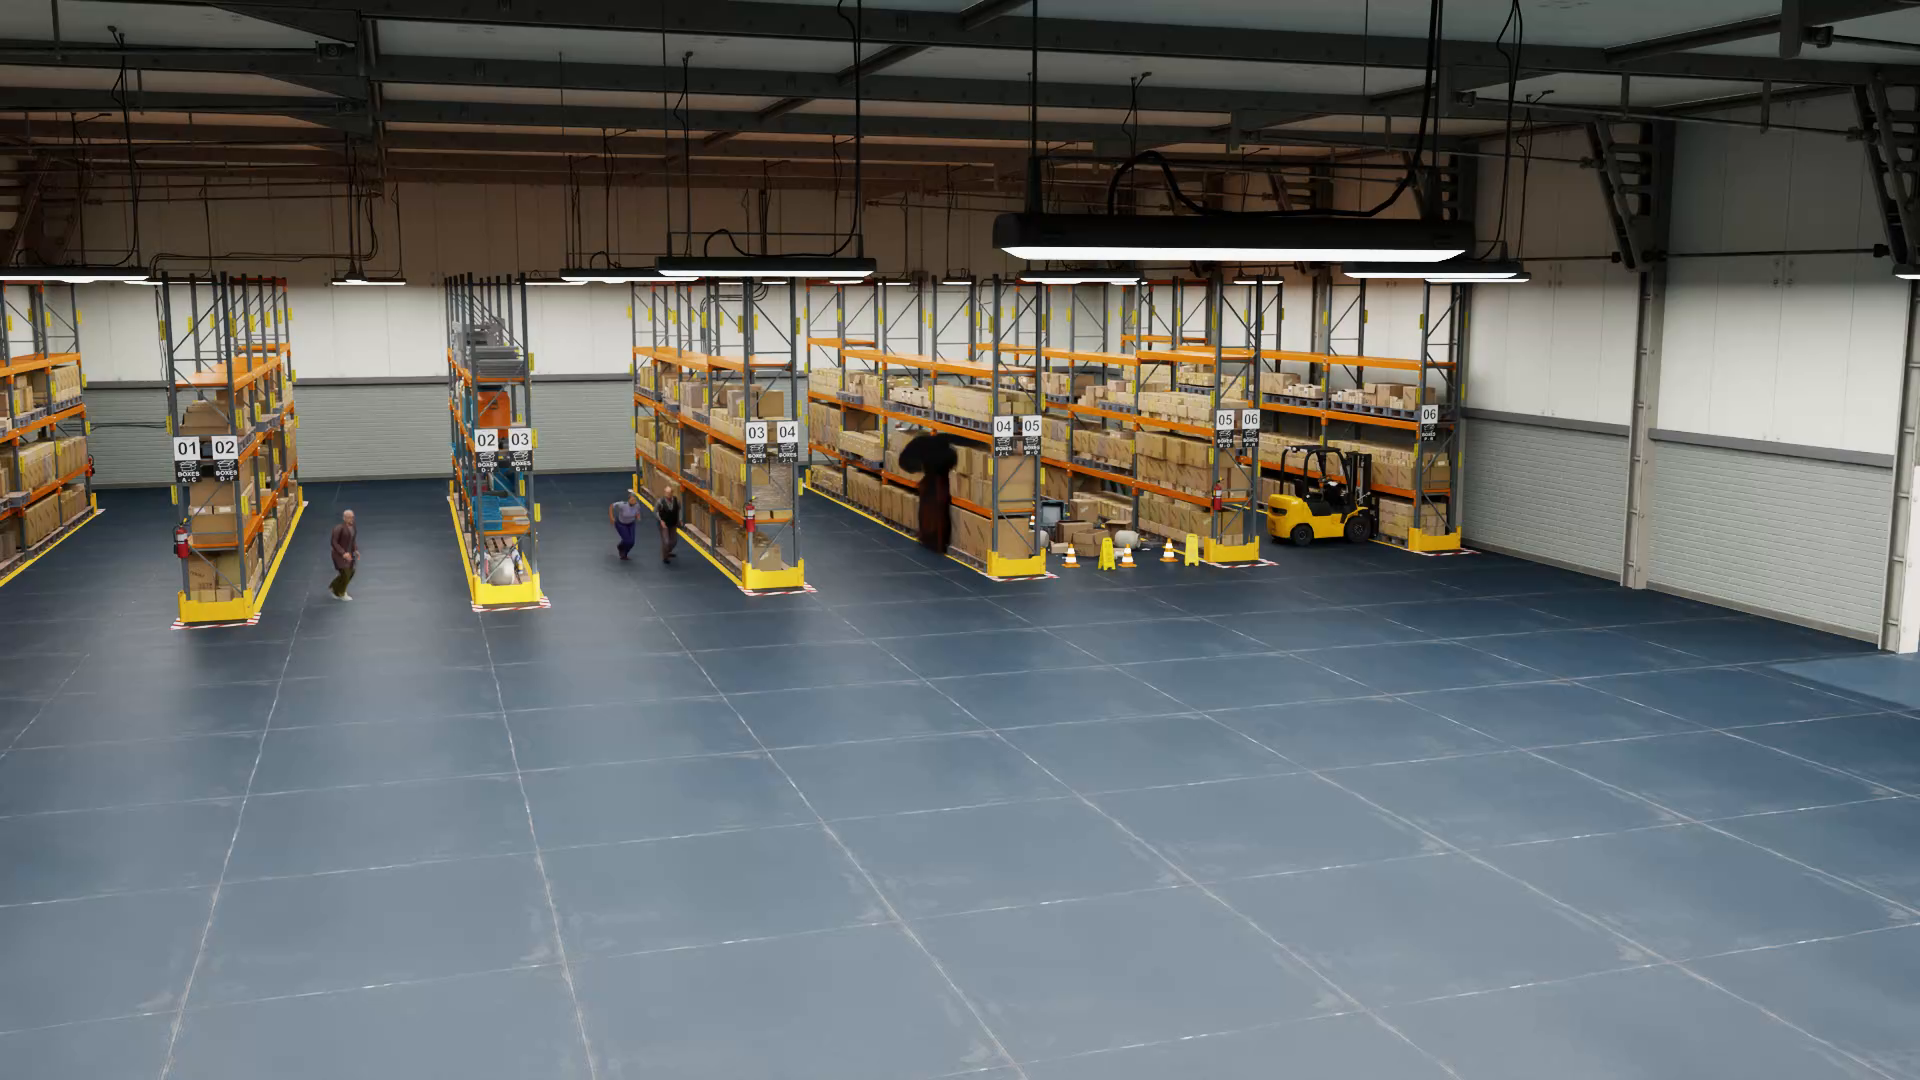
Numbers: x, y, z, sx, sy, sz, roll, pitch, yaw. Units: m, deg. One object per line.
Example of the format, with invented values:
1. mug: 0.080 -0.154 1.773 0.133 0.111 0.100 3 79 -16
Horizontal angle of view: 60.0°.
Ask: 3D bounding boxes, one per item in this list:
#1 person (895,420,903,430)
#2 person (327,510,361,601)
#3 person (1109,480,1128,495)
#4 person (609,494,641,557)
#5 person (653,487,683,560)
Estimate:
1. person: -1.876 -2.898 51.643 0.782 1.668 0.584 -7 11 -38
2. person: -11.422 0.288 30.593 0.778 1.712 0.678 2 9 14
3. person: 4.348 -1.956 44.846 0.602 1.667 0.783 -5 10 -30
4. person: -7.032 -0.293 34.960 0.642 1.412 0.792 -6 11 -36
5. person: -6.159 -0.356 34.865 0.632 1.574 0.786 -6 10 -35
